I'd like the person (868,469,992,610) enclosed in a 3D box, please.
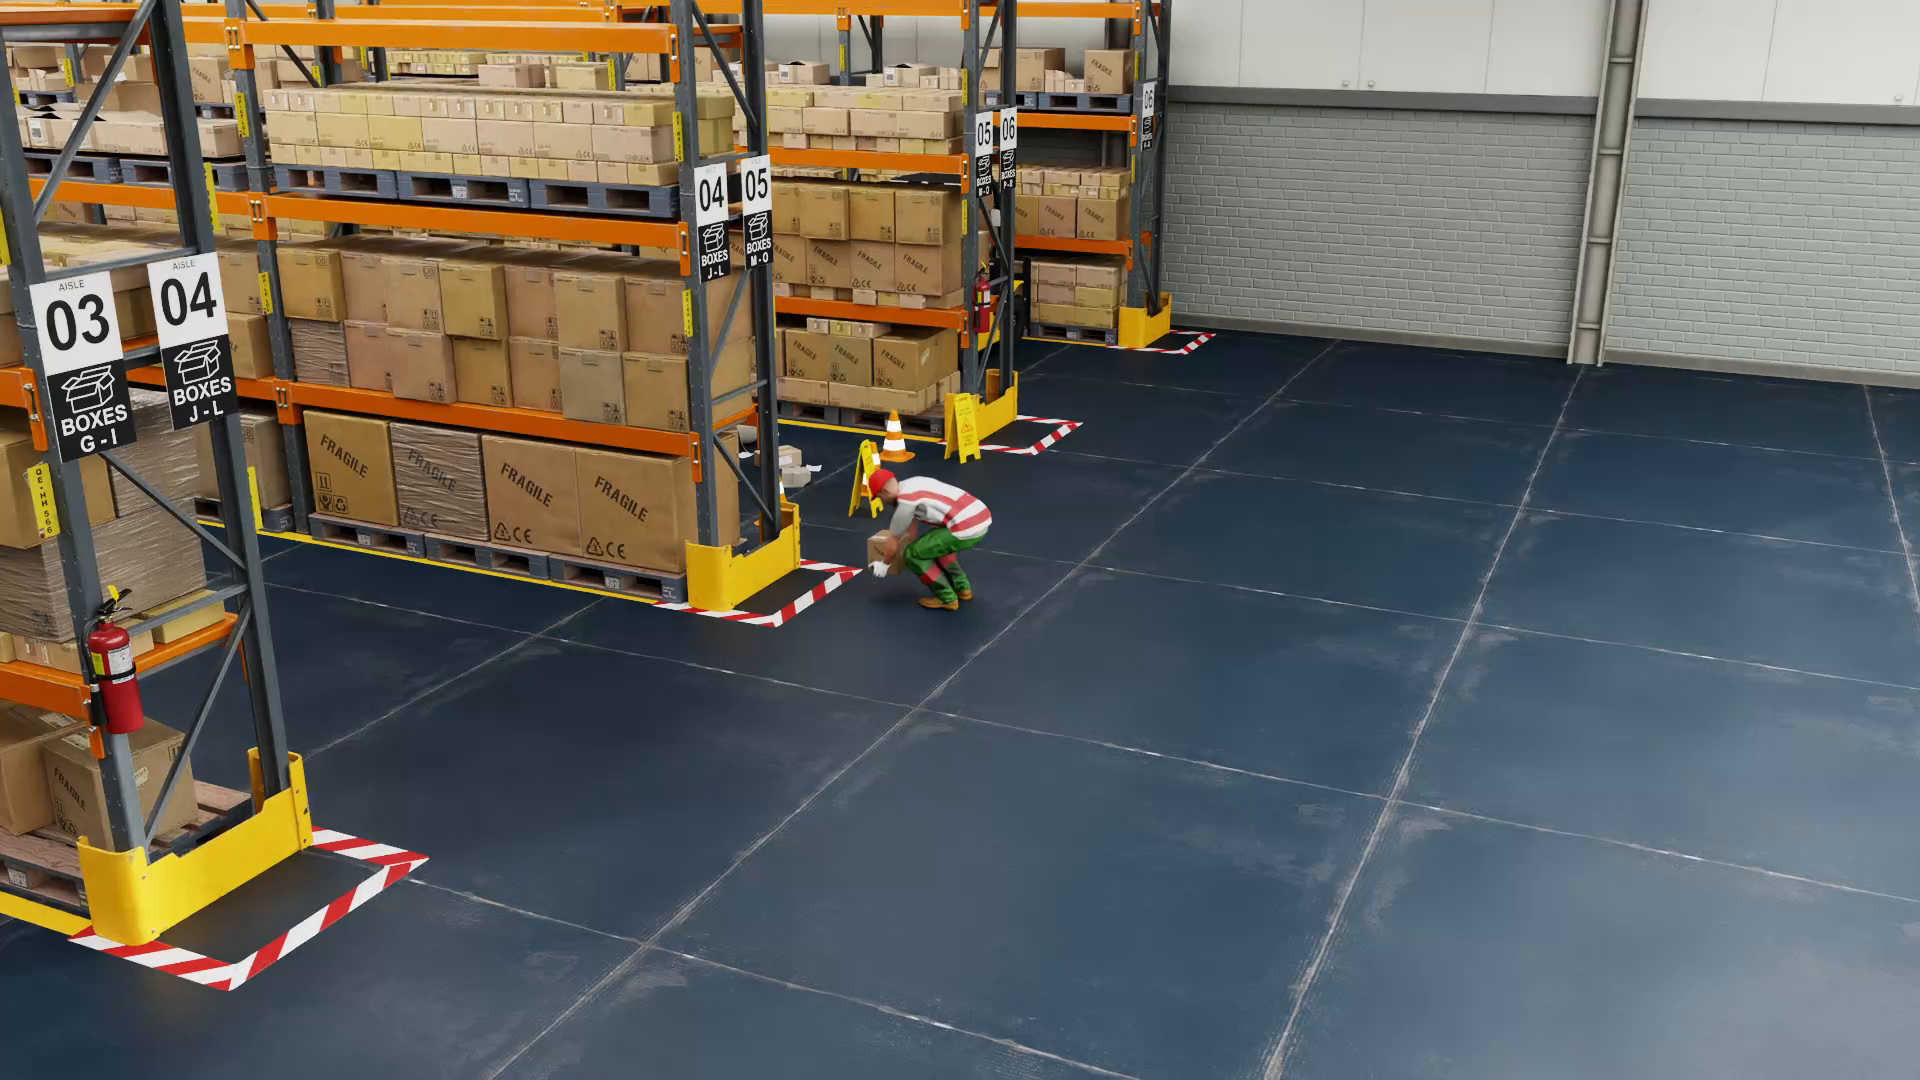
[{"bbox_3d":[-0.232,-0.020,12.334,0.929,0.985,0.526,8,20,21],"label":"person"}]
